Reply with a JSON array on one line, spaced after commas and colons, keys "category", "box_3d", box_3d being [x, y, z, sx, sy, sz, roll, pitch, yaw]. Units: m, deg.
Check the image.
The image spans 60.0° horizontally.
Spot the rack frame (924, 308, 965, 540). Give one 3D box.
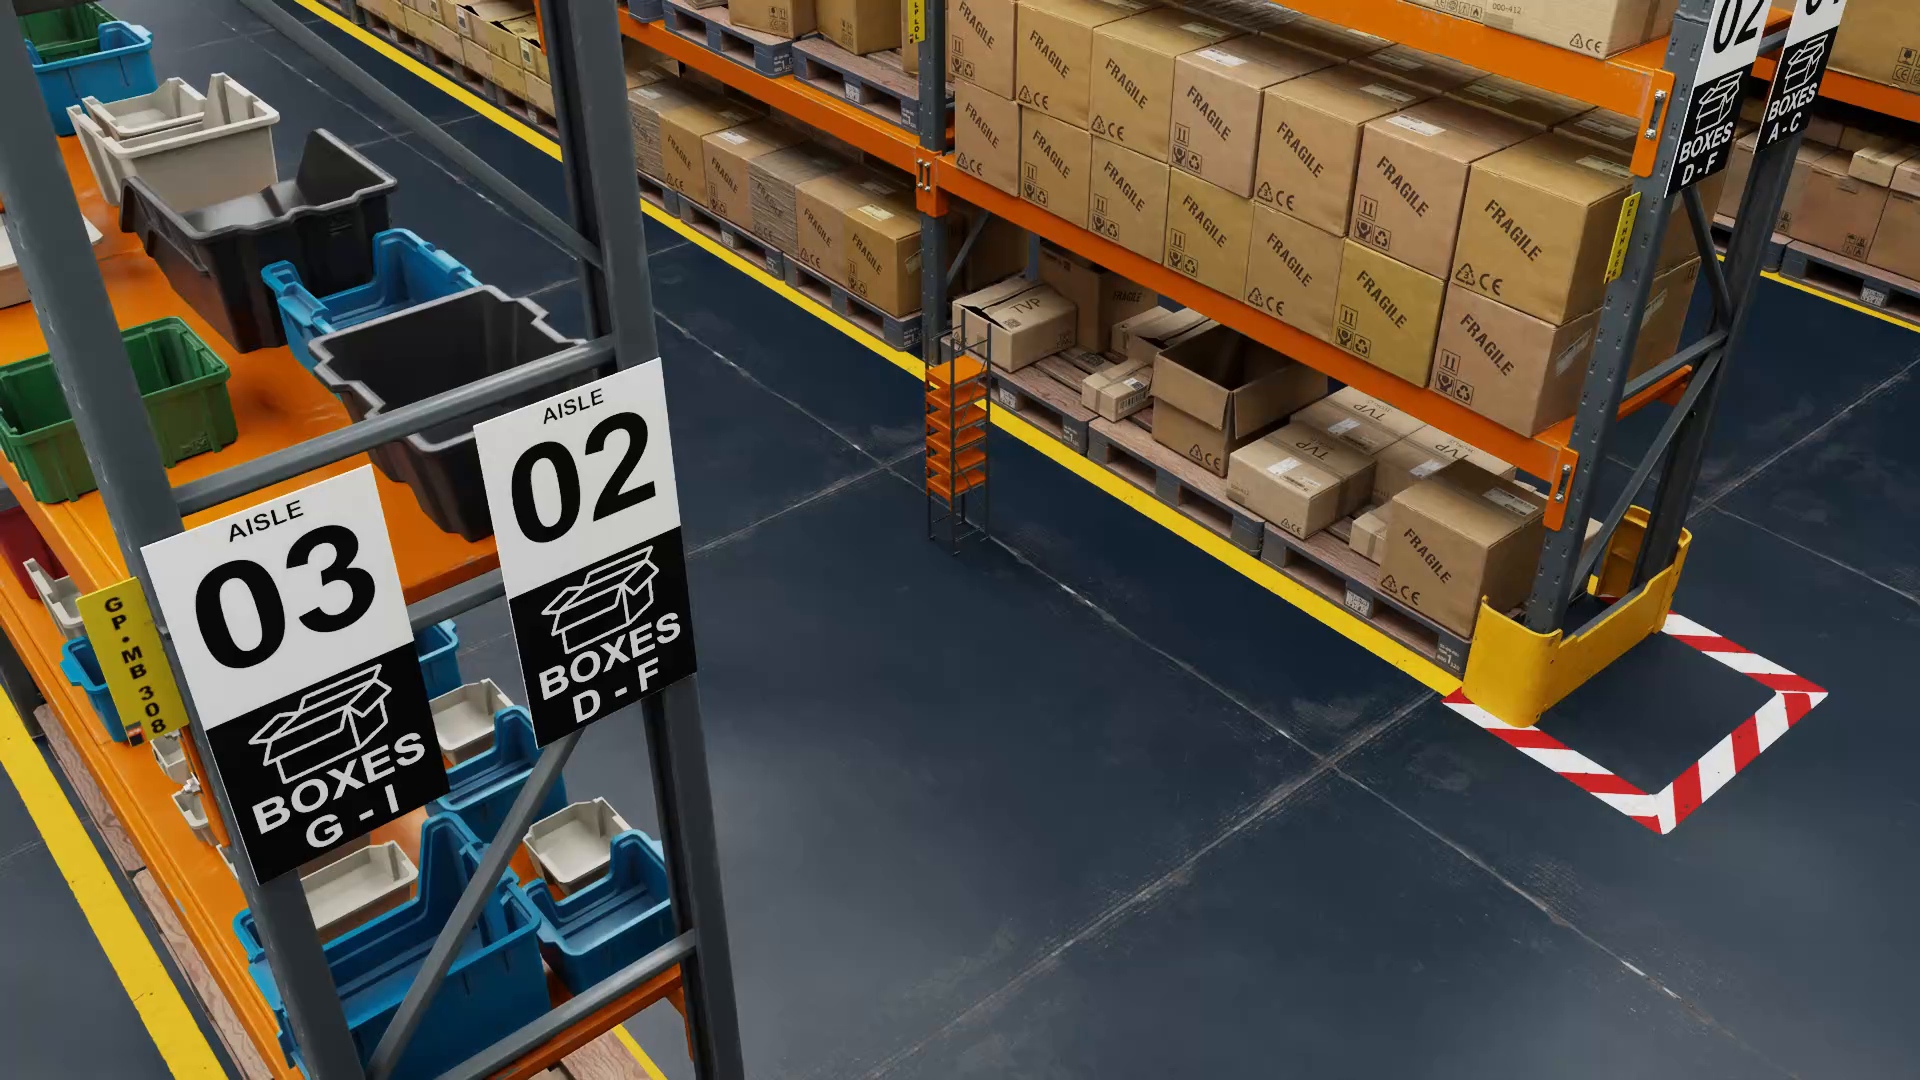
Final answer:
[{"category": "rack frame", "box_3d": [-0.068, -0.536, 7.969, 0.240, 1.200, 0.006, -26, 43, -32]}]

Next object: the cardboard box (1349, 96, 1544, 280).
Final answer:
[{"category": "cardboard box", "box_3d": [1.958, -1.430, 6.722, 0.500, 0.500, 0.500, -25, 42, -31]}]

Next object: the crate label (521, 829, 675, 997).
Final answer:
[{"category": "crate label", "box_3d": [-0.913, 0.994, 4.344, 0.416, 0.233, 0.303, -26, 43, -32]}]

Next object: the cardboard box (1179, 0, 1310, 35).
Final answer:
[{"category": "cardboard box", "box_3d": [1.382, -2.304, 7.957, 0.500, 0.500, 0.500, -26, 43, -31]}]

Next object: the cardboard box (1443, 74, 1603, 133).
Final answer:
[{"category": "cardboard box", "box_3d": [2.354, -1.635, 7.012, 0.500, 0.500, 0.500, -26, 43, -31]}]

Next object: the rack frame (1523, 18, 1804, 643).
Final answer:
[{"category": "rack frame", "box_3d": [2.782, -0.664, 6.592, 1.000, 3.000, 0.127, -26, 43, -32]}]

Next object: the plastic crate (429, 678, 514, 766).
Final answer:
[{"category": "plastic crate", "box_3d": [-1.494, 0.561, 5.039, 0.250, 0.136, 0.298, -26, 43, -32]}]

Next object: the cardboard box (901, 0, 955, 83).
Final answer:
[{"category": "cardboard box", "box_3d": [0.065, -2.935, 9.349, 0.500, 0.500, 0.700, 19, 39, 24]}]

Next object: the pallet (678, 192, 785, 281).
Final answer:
[{"category": "pallet", "box_3d": [-1.145, -2.176, 11.140, 1.003, 0.211, 1.213, -26, 43, -32]}]

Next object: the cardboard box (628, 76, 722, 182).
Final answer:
[{"category": "cardboard box", "box_3d": [-1.963, -2.819, 11.417, 0.500, 0.500, 0.500, -28, 44, -33]}]

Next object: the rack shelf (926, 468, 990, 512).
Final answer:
[{"category": "rack shelf", "box_3d": [-0.009, -0.264, 8.077, 0.258, 0.103, 0.180, -26, 43, -32]}]

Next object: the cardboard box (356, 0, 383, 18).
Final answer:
[{"category": "cardboard box", "box_3d": [-4.891, -4.741, 14.364, 0.500, 0.250, 0.500, -27, 43, -33]}]

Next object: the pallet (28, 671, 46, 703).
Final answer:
[{"category": "pallet", "box_3d": [-4.052, 0.197, 7.788, 1.003, 0.211, 1.213, -26, 43, -32]}]

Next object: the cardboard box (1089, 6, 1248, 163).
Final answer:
[{"category": "cardboard box", "box_3d": [0.954, -2.111, 7.684, 0.500, 0.500, 0.500, -27, 44, -33]}]

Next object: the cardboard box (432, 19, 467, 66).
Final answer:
[{"category": "cardboard box", "box_3d": [-3.899, -4.062, 13.406, 0.500, 0.250, 0.500, -25, 42, -31]}]

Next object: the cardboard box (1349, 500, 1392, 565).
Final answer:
[{"category": "cardboard box", "box_3d": [2.050, -0.048, 7.793, 0.380, 0.166, 0.250, -26, 43, -32]}]

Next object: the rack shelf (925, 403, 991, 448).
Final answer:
[{"category": "rack shelf", "box_3d": [-0.009, -0.558, 7.869, 0.258, 0.103, 0.180, -26, 43, -32]}]

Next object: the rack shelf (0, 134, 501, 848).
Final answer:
[{"category": "rack shelf", "box_3d": [-2.295, -0.632, 4.574, 1.077, 0.370, 4.000, -26, 43, -32]}]

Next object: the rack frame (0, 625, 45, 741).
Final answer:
[{"category": "rack frame", "box_3d": [-3.586, -0.584, 6.480, 1.000, 3.000, 0.127, -26, 43, -32]}]

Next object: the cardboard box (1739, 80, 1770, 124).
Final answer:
[{"category": "cardboard box", "box_3d": [5.286, -2.891, 10.976, 0.380, 0.149, 0.250, -27, 43, -33]}]

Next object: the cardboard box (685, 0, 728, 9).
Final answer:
[{"category": "cardboard box", "box_3d": [-1.444, -3.697, 10.425, 0.700, 0.500, 0.500, -18, 39, -24]}]

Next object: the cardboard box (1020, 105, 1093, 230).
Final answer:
[{"category": "cardboard box", "box_3d": [0.654, -1.919, 8.278, 0.500, 0.500, 0.500, -25, 42, -31]}]

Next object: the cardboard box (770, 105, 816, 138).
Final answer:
[{"category": "cardboard box", "box_3d": [-0.895, -2.863, 10.830, 0.500, 0.250, 0.500, -27, 43, -33]}]

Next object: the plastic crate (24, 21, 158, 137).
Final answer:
[{"category": "plastic crate", "box_3d": [-2.755, -1.457, 5.262, 0.416, 0.233, 0.300, -26, 43, -32]}]

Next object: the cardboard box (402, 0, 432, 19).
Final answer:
[{"category": "cardboard box", "box_3d": [-4.232, -4.514, 13.559, 0.500, 0.311, 0.500, -28, 44, -33]}]

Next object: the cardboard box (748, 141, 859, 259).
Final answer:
[{"category": "cardboard box", "box_3d": [-0.973, -2.143, 10.463, 0.500, 0.500, 0.500, -25, 43, -31]}]

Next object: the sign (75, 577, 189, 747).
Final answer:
[{"category": "sign", "box_3d": [-1.414, 0.213, 2.850, 0.100, 0.325, 0.005, -26, 43, -32]}]

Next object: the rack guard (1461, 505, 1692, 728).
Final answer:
[{"category": "rack guard", "box_3d": [2.733, 0.322, 7.362, 1.175, 0.500, 0.348, -26, 43, -32]}]

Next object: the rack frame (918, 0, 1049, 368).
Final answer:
[{"category": "rack frame", "box_3d": [0.200, -2.430, 9.086, 1.000, 3.000, 0.127, -26, 43, -32]}]

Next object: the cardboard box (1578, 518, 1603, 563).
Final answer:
[{"category": "cardboard box", "box_3d": [2.774, 0.007, 7.731, 0.380, 0.149, 0.250, -26, 43, -32]}]

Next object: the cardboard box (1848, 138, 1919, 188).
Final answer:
[{"category": "cardboard box", "box_3d": [5.648, -2.302, 10.144, 0.380, 0.149, 0.250, -25, 42, -31]}]

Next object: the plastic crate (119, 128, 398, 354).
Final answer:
[{"category": "plastic crate", "box_3d": [-1.781, -0.794, 4.234, 0.504, 0.338, 0.767, -26, 43, -32]}]

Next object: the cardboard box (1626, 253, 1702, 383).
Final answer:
[{"category": "cardboard box", "box_3d": [2.697, -0.999, 6.979, 0.500, 0.500, 0.500, -25, 42, -31]}]

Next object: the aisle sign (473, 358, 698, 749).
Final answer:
[{"category": "aisle sign", "box_3d": [-0.731, 0.042, 3.346, 0.394, 0.787, 0.004, -26, 43, -32]}]

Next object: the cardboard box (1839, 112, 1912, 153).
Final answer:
[{"category": "cardboard box", "box_3d": [5.780, -2.554, 10.500, 0.380, 0.149, 0.250, -26, 43, -31]}]

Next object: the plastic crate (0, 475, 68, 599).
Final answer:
[{"category": "plastic crate", "box_3d": [-3.201, -0.147, 5.755, 0.402, 0.464, 0.583, -26, 43, -32]}]

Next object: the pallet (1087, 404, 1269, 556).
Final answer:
[{"category": "pallet", "box_3d": [1.434, -0.450, 8.702, 1.003, 0.211, 1.213, -26, 43, -32]}]

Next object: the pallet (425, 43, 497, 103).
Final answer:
[{"category": "pallet", "box_3d": [-3.666, -3.975, 13.679, 1.003, 0.211, 1.213, -26, 43, -32]}]

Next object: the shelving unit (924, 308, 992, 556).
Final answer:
[{"category": "shelving unit", "box_3d": [-0.009, -0.496, 7.912, 0.258, 1.200, 0.189, -26, 43, -32]}]

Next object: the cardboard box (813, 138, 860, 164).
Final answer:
[{"category": "cardboard box", "box_3d": [-0.595, -2.349, 10.753, 0.500, 0.500, 0.500, -25, 43, -31]}]

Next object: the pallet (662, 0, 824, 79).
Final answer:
[{"category": "pallet", "box_3d": [-1.123, -3.261, 10.425, 1.003, 0.211, 1.213, -26, 43, -32]}]

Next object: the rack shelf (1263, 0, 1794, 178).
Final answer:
[{"category": "rack shelf", "box_3d": [1.491, -2.478, 7.180, 1.077, 0.370, 4.000, -26, 43, -32]}]

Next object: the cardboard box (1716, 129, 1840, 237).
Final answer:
[{"category": "cardboard box", "box_3d": [5.387, -2.379, 10.813, 0.700, 0.500, 0.500, -28, 44, -33]}]

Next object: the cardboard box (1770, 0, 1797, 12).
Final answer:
[{"category": "cardboard box", "box_3d": [5.264, -3.514, 10.357, 0.980, 0.700, 0.700, -28, 44, -34]}]

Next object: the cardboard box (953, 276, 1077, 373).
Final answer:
[{"category": "cardboard box", "box_3d": [0.306, -1.246, 9.360, 0.500, 0.311, 0.500, -26, 43, -32]}]

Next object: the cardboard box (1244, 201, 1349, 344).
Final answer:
[{"category": "cardboard box", "box_3d": [1.629, -1.251, 7.335, 0.500, 0.500, 0.500, -26, 43, -31]}]

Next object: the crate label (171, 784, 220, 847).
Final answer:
[{"category": "crate label", "box_3d": [-2.044, 0.725, 4.807, 0.396, 0.136, 0.243, -26, 43, -32]}]

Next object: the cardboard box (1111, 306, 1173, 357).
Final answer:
[{"category": "cardboard box", "box_3d": [1.072, -1.157, 9.375, 0.380, 0.149, 0.250, -26, 43, -32]}]

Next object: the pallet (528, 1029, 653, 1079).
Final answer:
[{"category": "pallet", "box_3d": [-1.507, 1.941, 5.326, 1.003, 0.211, 1.213, -26, 43, -32]}]

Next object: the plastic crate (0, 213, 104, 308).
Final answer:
[{"category": "plastic crate", "box_3d": [-2.528, -0.754, 4.353, 0.437, 0.136, 0.530, -26, 43, -32]}]

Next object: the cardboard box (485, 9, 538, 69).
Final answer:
[{"category": "cardboard box", "box_3d": [-3.248, -3.841, 12.608, 0.500, 0.311, 0.500, -27, 43, -32]}]

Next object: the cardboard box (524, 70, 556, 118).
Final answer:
[{"category": "cardboard box", "box_3d": [-2.907, -3.387, 12.452, 0.500, 0.250, 0.500, -25, 42, -31]}]

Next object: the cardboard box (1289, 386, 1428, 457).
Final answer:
[{"category": "cardboard box", "box_3d": [2.002, -0.509, 8.372, 0.500, 0.250, 0.500, -26, 43, -32]}]

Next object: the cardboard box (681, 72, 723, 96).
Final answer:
[{"category": "cardboard box", "box_3d": [-1.598, -3.030, 11.715, 0.500, 0.500, 0.500, -24, 42, -30]}]
